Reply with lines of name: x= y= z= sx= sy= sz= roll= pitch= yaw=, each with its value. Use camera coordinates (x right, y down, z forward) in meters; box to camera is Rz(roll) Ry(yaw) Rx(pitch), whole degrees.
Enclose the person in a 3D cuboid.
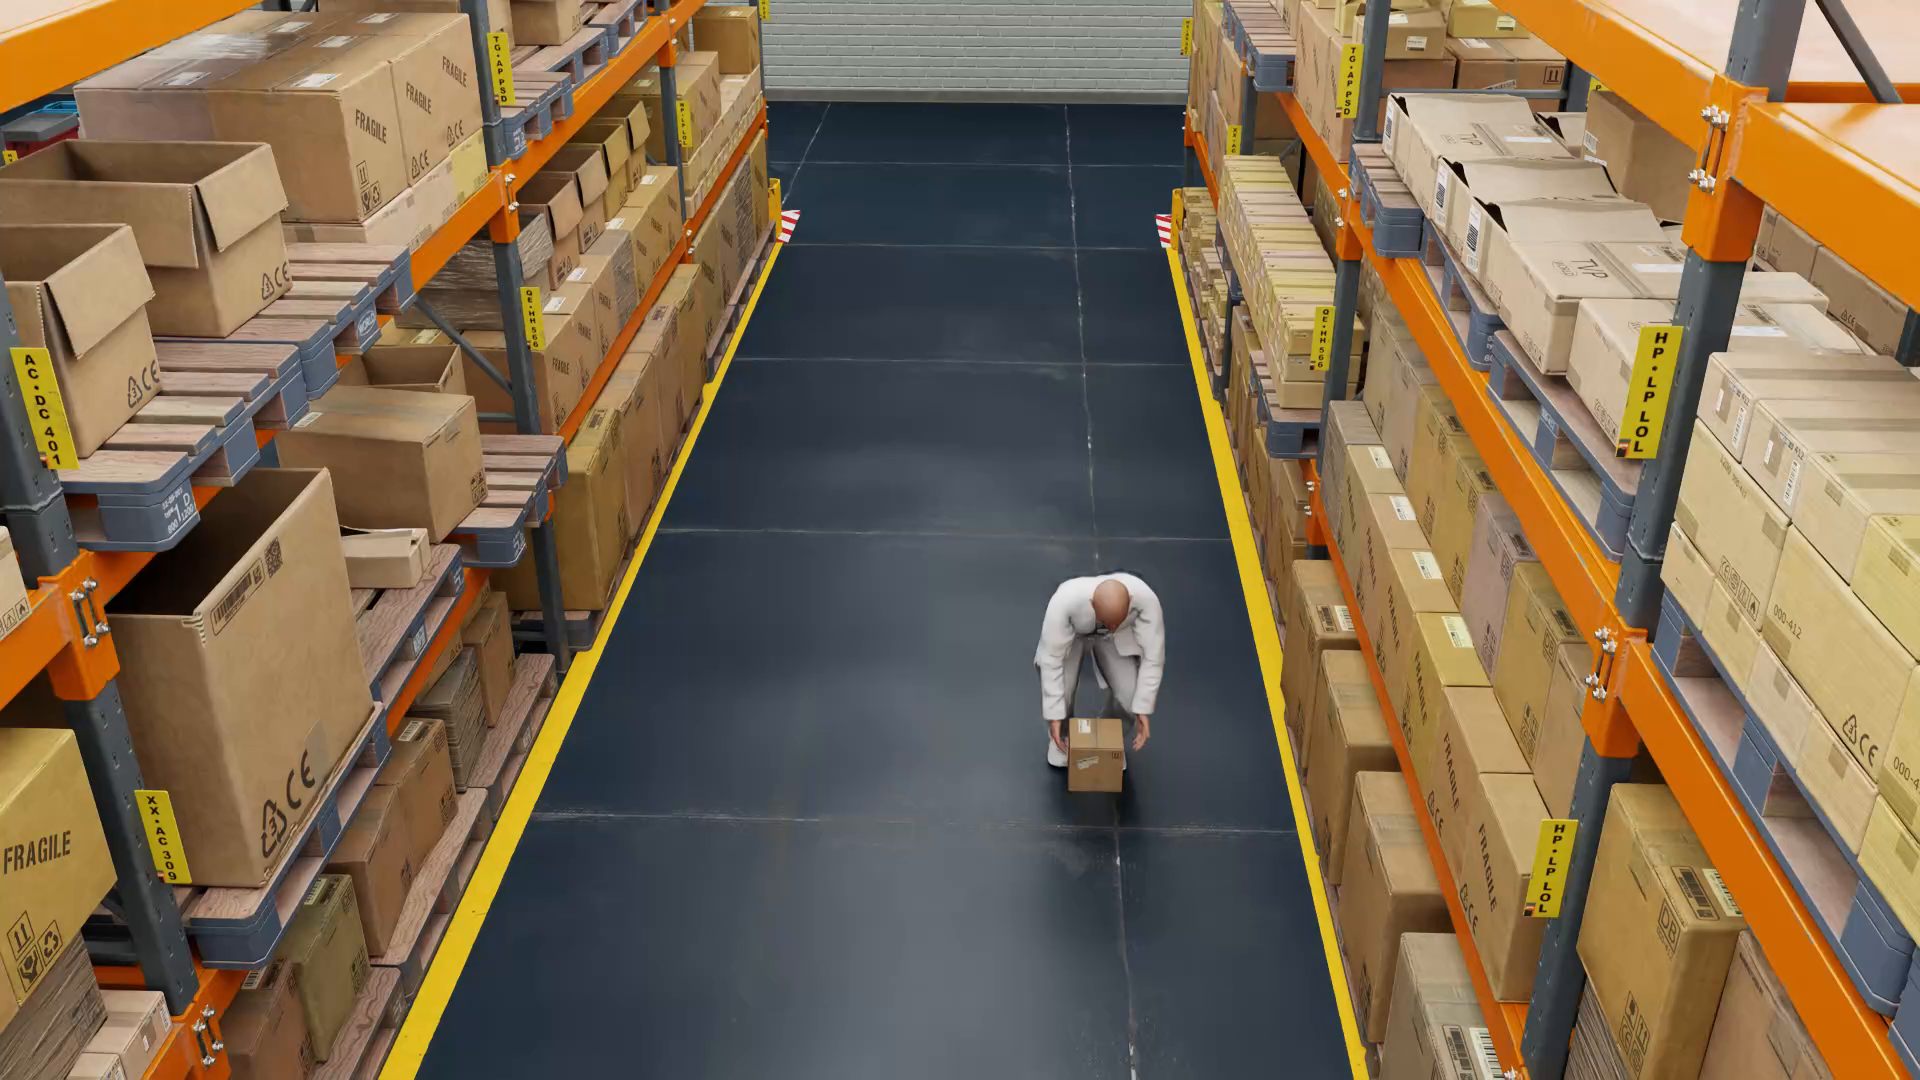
person: x=0.674 y=0.581 z=8.157 sx=0.626 sy=1.195 sz=0.821 roll=0 pitch=28 yaw=1
